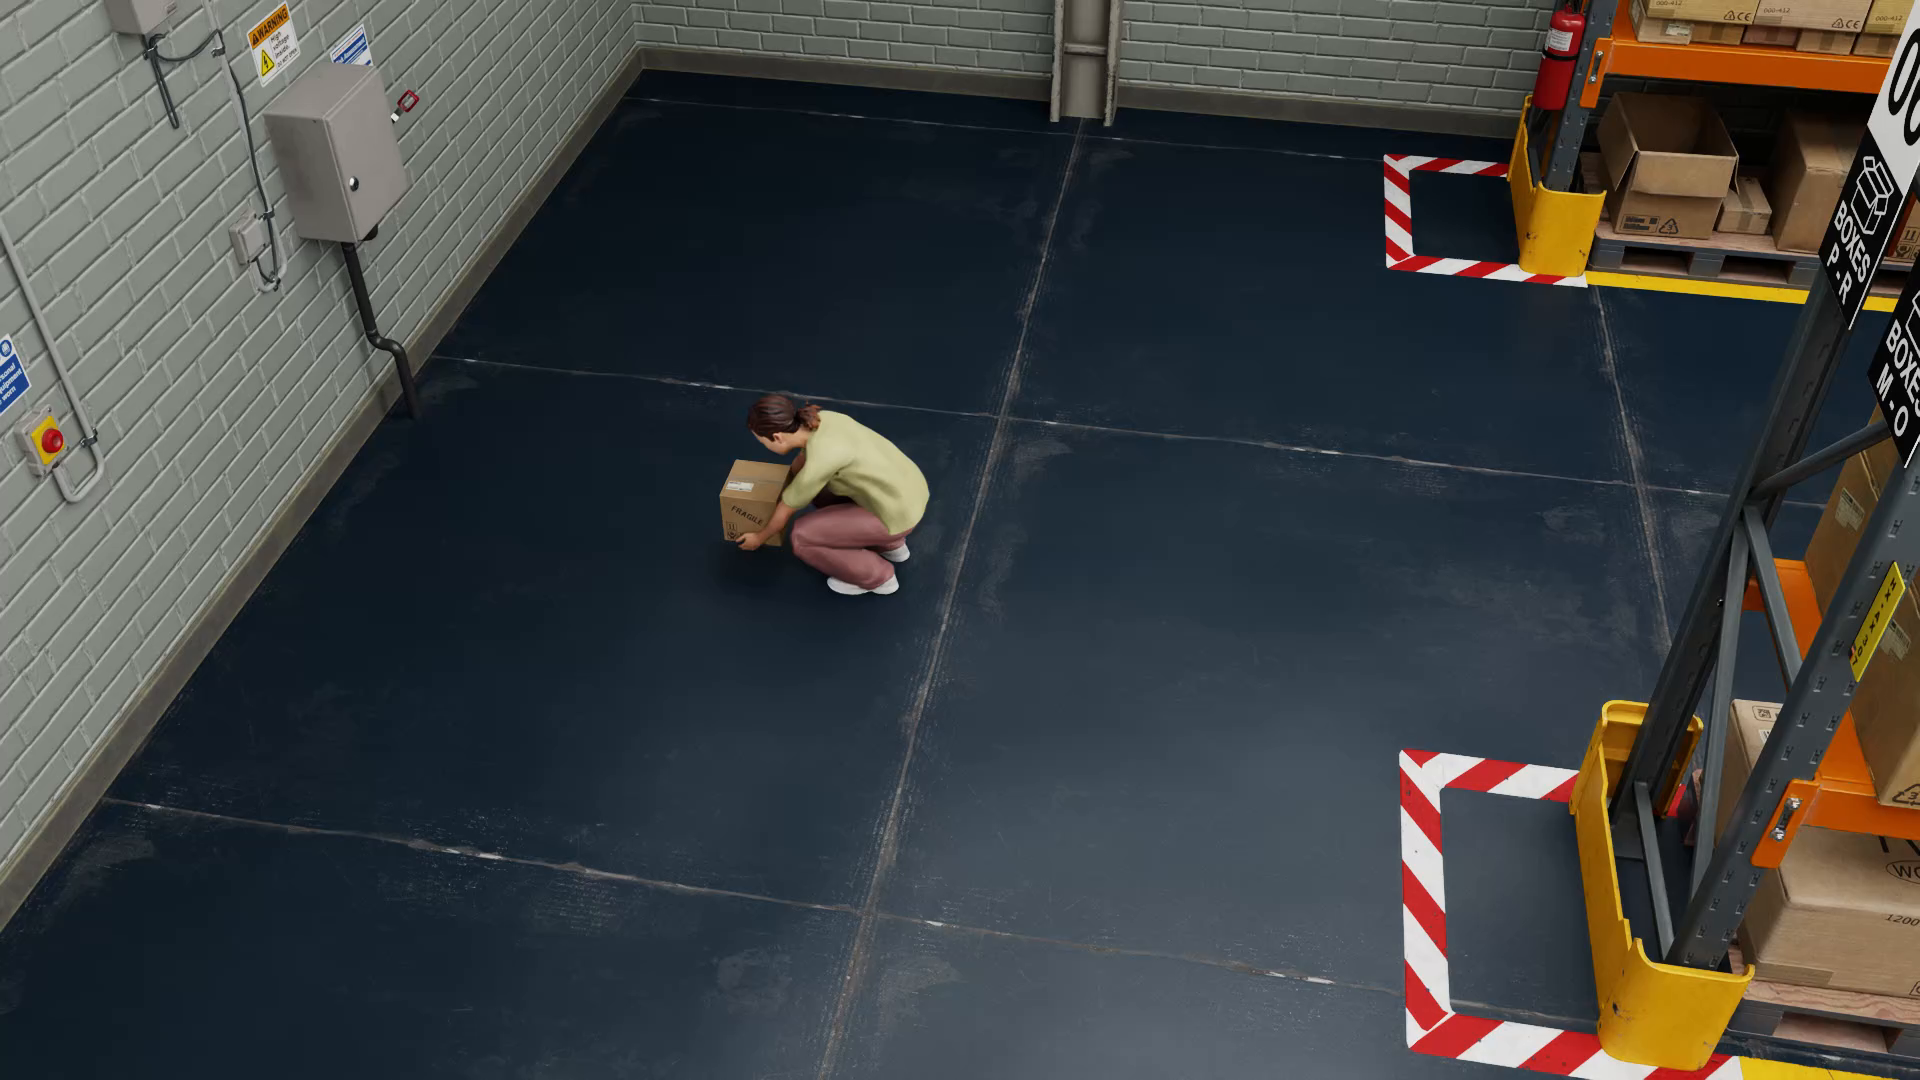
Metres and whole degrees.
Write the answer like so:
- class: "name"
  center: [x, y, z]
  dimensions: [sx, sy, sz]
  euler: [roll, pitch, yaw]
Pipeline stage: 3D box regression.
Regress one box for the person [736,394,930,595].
- class: "person"
  center: [-0.538, -0.224, 6.996]
  dimensions: [0.805, 0.929, 0.490]
  euler: [7, 41, 8]
